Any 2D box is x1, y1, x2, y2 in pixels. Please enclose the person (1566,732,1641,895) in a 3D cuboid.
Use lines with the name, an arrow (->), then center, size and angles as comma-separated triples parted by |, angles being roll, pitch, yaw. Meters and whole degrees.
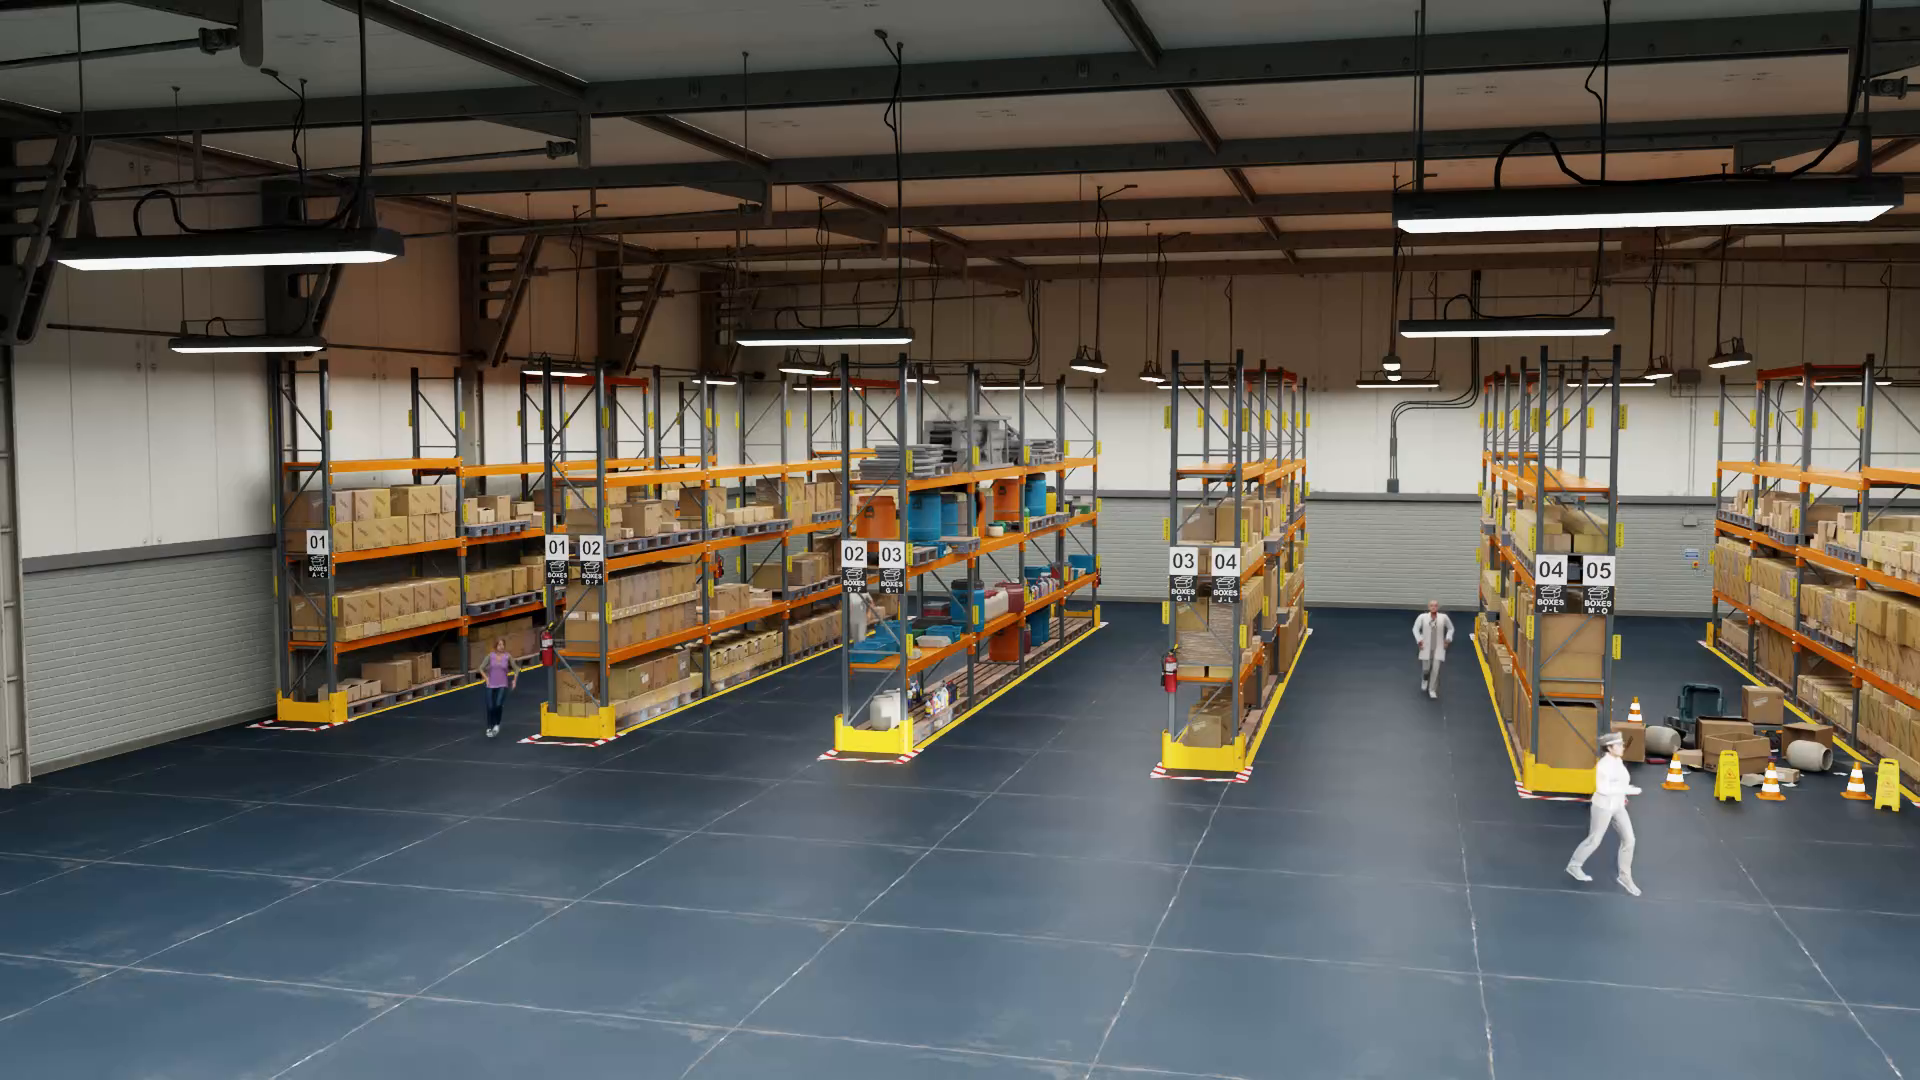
person -> 6.893, 2.885, 17.717 | 0.557, 1.737, 0.816 | -3, 5, -39

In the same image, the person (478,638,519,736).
person -> -7.294, 2.332, 26.276 | 0.617, 1.556, 0.543 | -1, 4, -11

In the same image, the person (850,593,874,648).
person -> -1.931, 1.599, 31.436 | 0.565, 1.706, 0.874 | 0, 4, 3

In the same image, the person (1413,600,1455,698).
person -> 8.621, 1.961, 30.272 | 0.736, 1.753, 0.683 | 1, 4, 13
